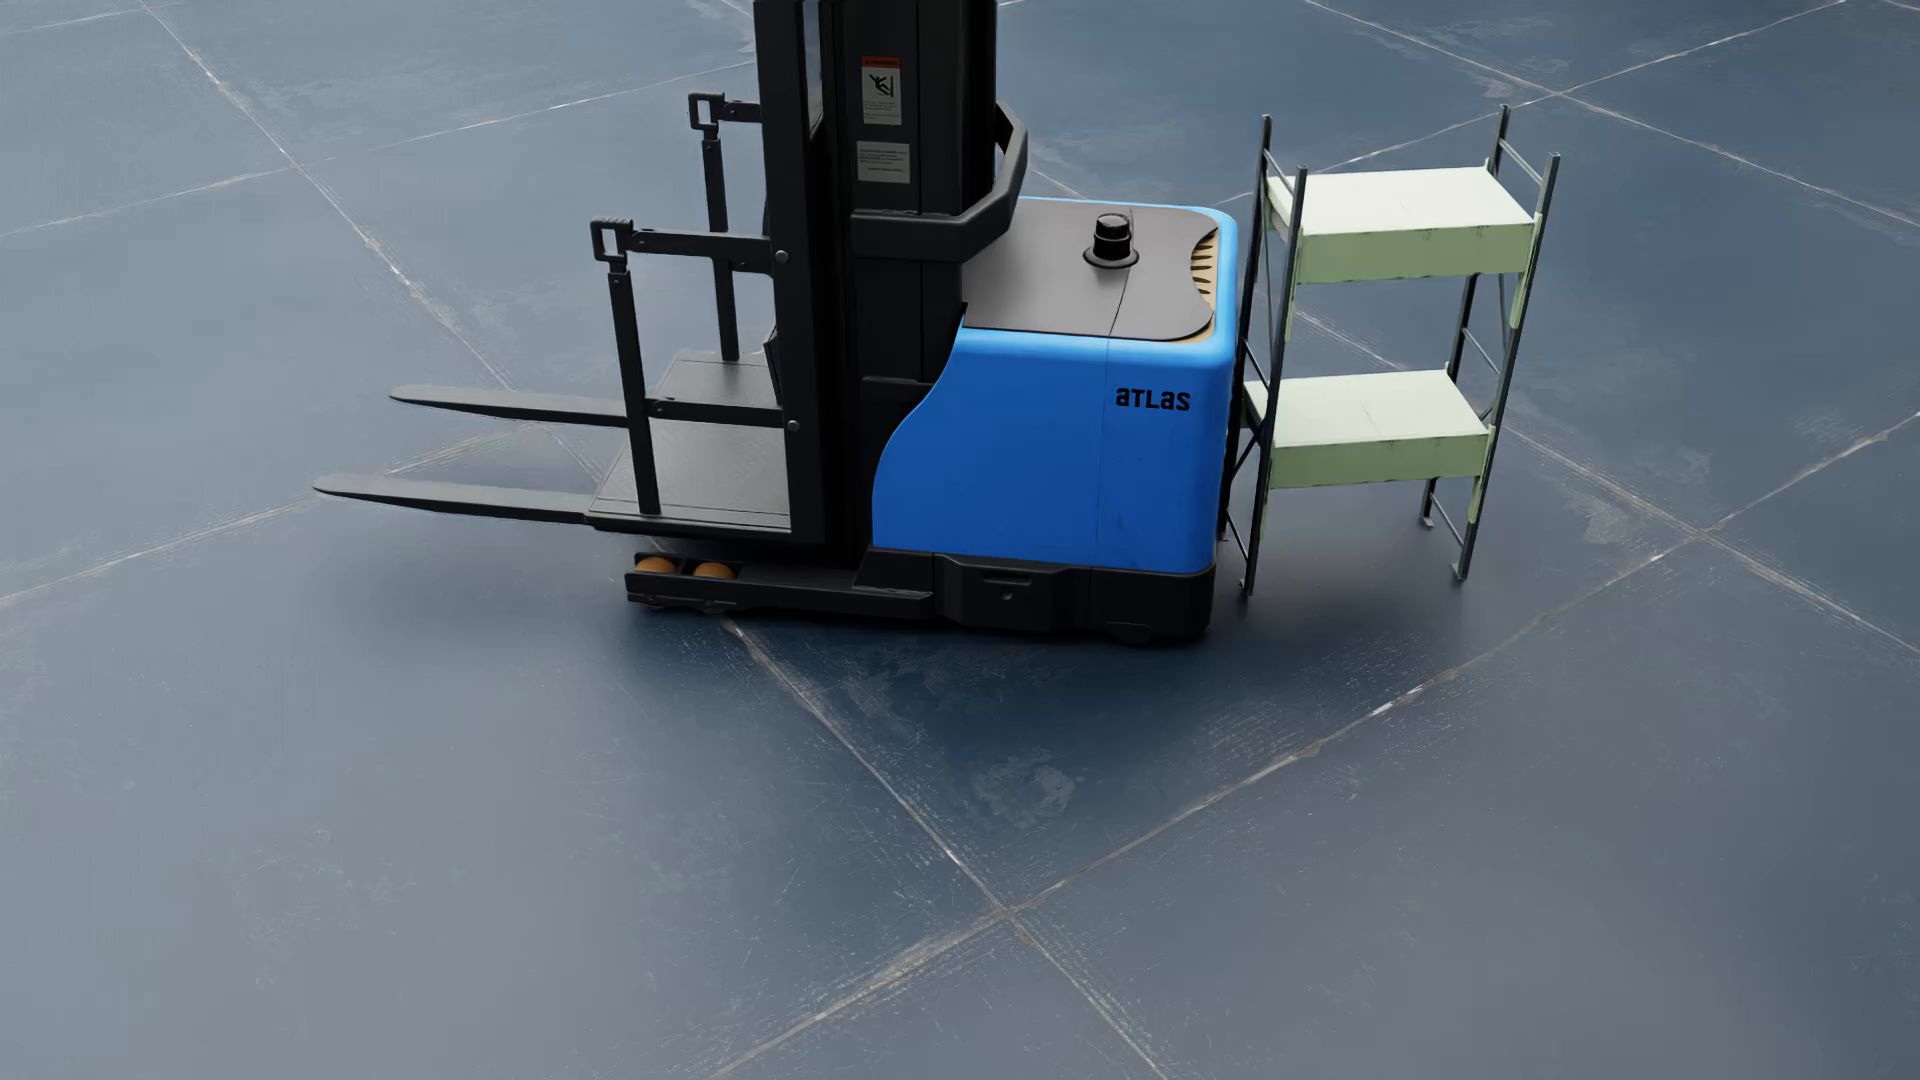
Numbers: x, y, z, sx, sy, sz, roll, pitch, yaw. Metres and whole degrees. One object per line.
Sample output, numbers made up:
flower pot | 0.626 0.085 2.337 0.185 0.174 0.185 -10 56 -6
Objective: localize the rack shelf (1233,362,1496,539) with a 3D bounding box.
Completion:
rack shelf | 1.296 -0.298 5.438 0.720 0.370 0.431 -4 36 -5

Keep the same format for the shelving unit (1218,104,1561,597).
shelving unit | 1.296 -0.563 5.248 0.755 1.500 0.431 -4 36 -5

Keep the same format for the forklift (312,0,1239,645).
forklift | -0.644 -1.250 4.978 3.031 2.935 1.130 5 36 7

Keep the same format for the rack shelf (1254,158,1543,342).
rack shelf | 1.296 -0.880 5.020 0.720 0.370 0.431 -4 36 -5

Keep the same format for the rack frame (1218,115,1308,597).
rack frame | 0.932 -0.538 5.213 0.023 1.500 0.400 -4 36 -5

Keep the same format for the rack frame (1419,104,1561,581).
rack frame | 1.659 -0.588 5.283 0.023 1.500 0.400 -4 36 -5
